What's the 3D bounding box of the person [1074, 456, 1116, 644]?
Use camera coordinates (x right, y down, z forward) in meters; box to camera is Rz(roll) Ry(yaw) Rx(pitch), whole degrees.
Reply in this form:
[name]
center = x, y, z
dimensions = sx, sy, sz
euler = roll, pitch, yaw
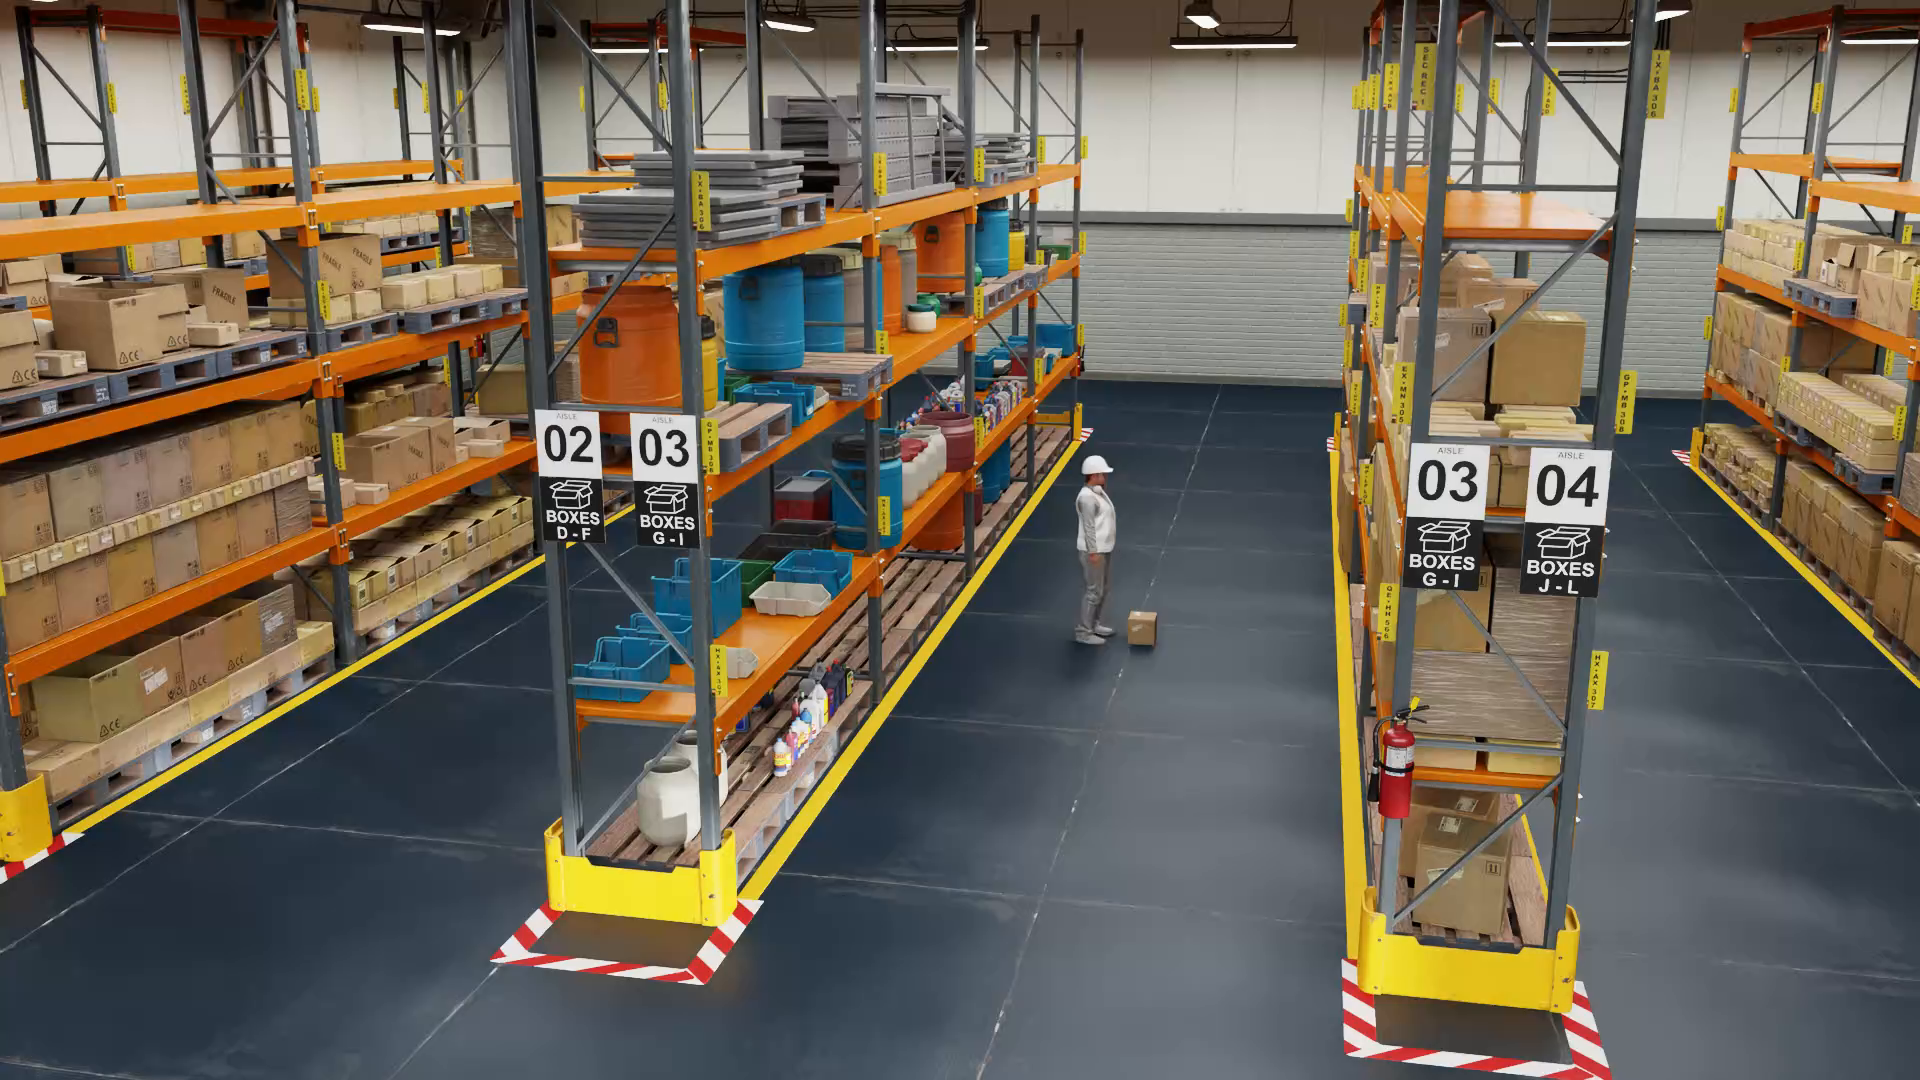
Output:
[person]
center = 1.283, 0.084, 15.685
dimensions = 0.360, 1.786, 0.532
euler = 3, 15, 12
